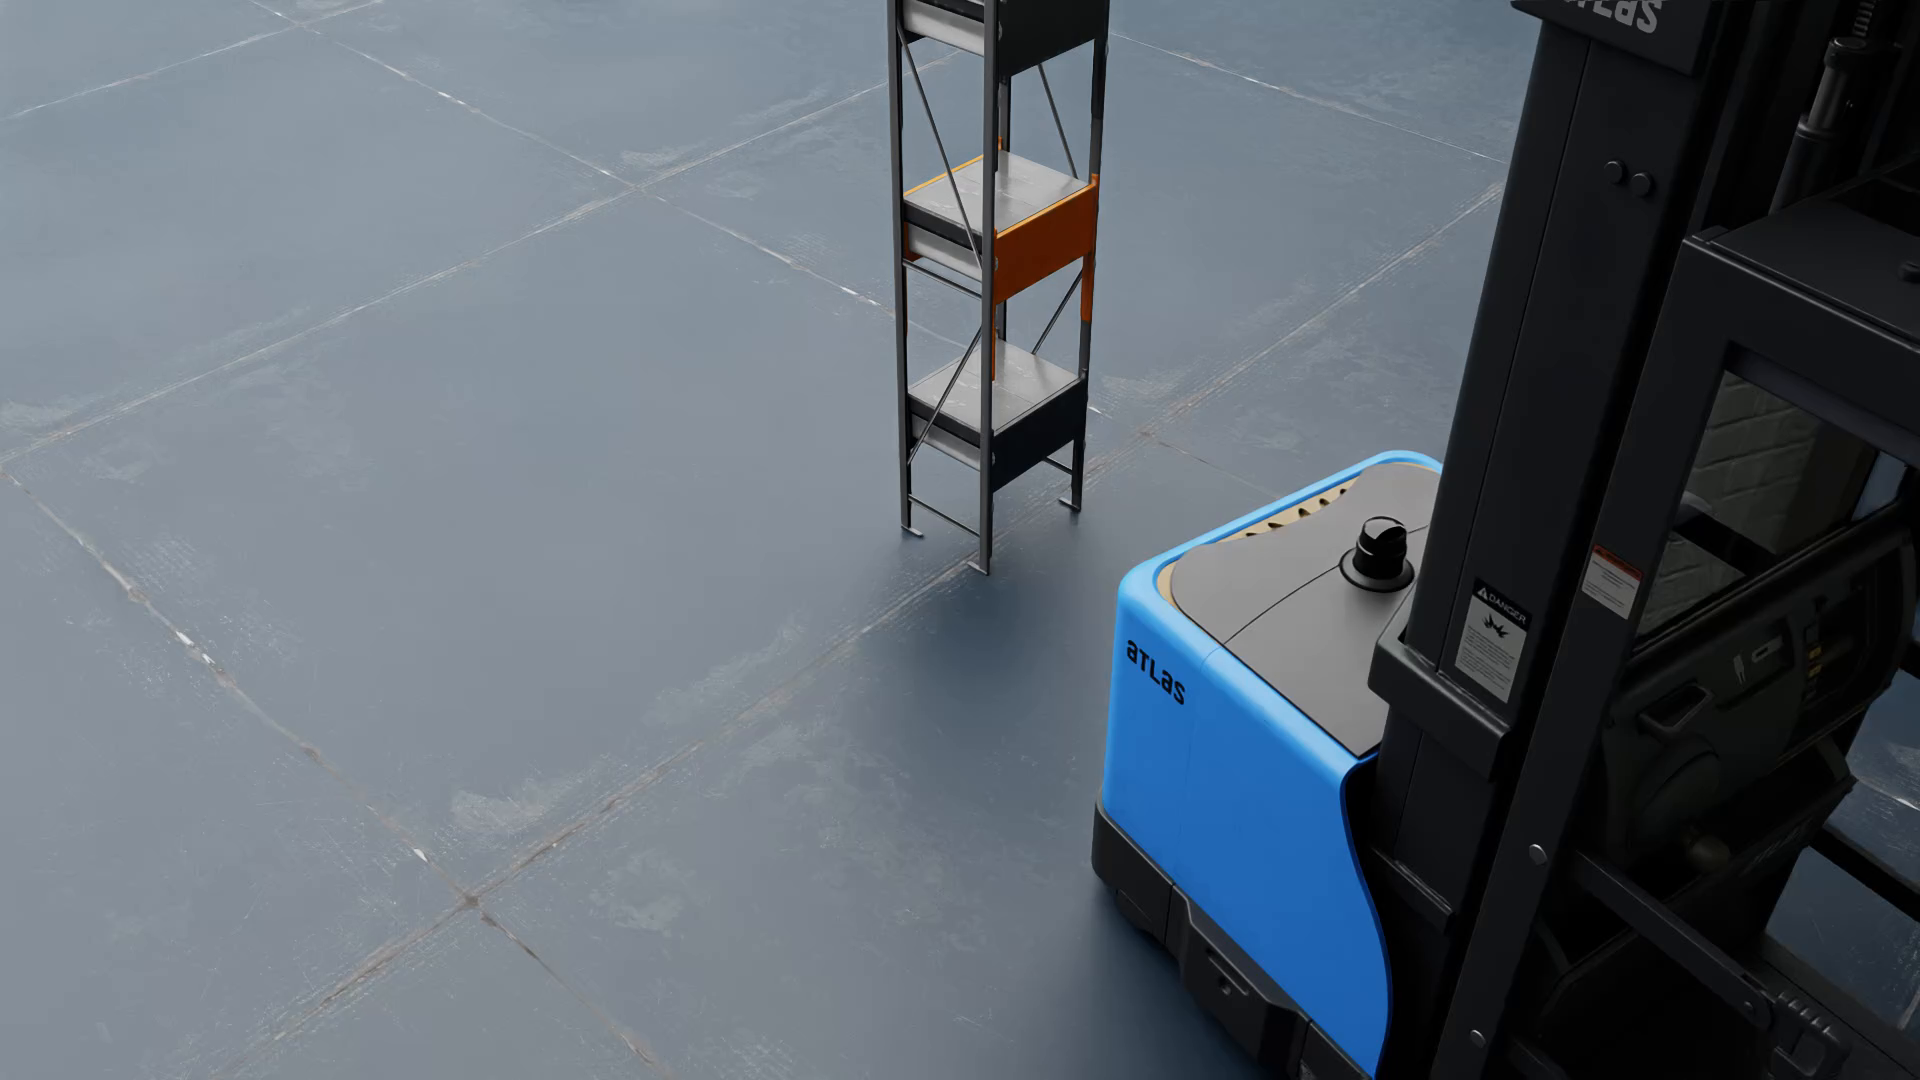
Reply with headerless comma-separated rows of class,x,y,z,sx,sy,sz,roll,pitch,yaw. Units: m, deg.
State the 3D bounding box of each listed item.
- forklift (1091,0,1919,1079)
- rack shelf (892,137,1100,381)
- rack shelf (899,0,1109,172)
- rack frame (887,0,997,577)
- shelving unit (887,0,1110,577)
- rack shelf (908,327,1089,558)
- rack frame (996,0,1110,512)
forklift,1.605,0.360,2.942,1.130,2.935,3.031,-23,44,-26
rack shelf,0.112,-0.887,5.201,0.431,0.518,0.480,30,47,32
rack shelf,0.112,-1.435,4.765,0.431,0.518,0.480,30,47,32
rack frame,-0.053,-0.786,5.051,0.400,2.100,0.015,30,47,32
shelving unit,0.112,-0.898,5.192,0.431,2.100,0.503,30,47,32
rack shelf,0.112,-0.339,5.636,0.431,0.518,0.480,30,47,32
rack frame,0.276,-1.010,5.333,0.400,2.100,0.015,30,47,32
